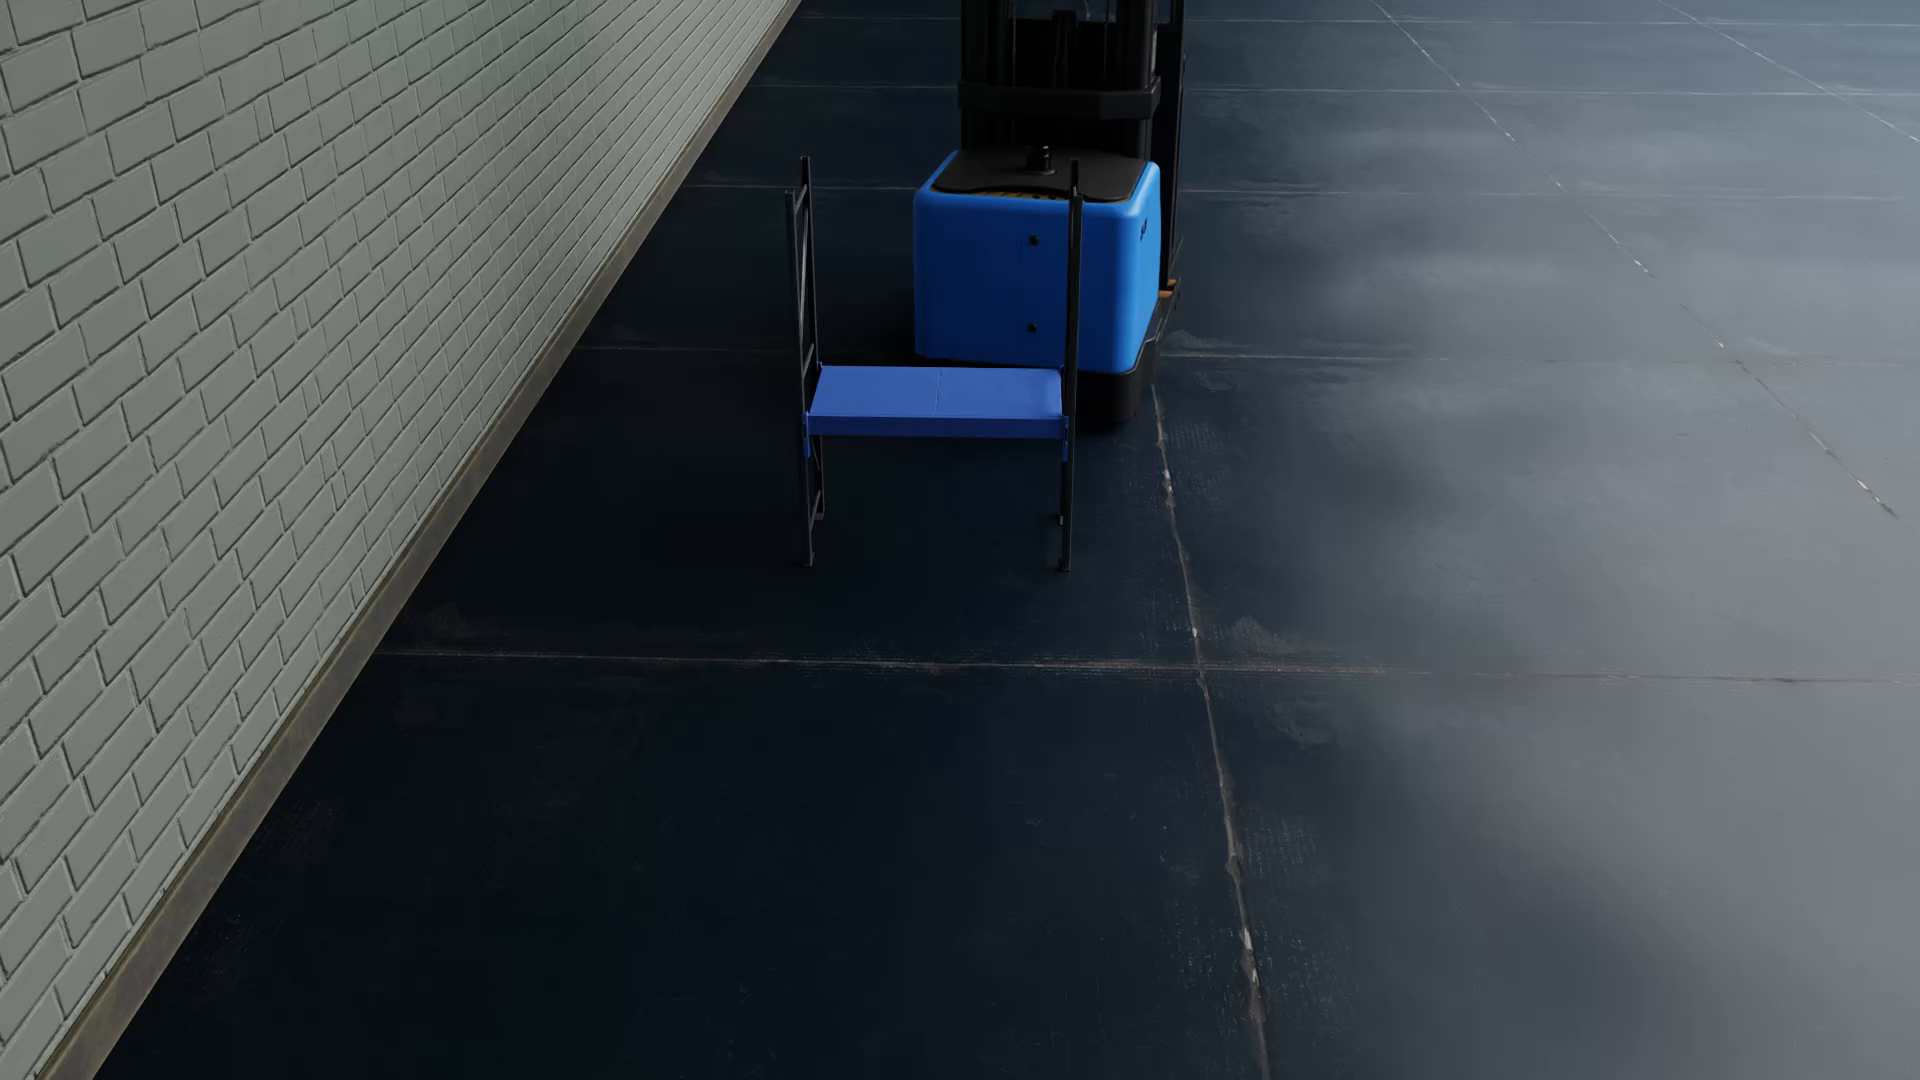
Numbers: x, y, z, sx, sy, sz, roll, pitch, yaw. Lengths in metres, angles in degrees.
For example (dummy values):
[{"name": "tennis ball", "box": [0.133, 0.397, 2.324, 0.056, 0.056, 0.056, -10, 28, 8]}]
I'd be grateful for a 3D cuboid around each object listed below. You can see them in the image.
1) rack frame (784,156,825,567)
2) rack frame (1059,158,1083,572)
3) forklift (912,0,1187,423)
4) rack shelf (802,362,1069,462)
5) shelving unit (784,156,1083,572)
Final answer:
[{"name": "rack frame", "box": [-0.593, -0.672, 6.417, 0.032, 1.500, 0.500, 1, 28, 2]}, {"name": "rack frame", "box": [0.423, -0.656, 6.386, 0.032, 1.500, 0.500, 1, 28, 2]}, {"name": "forklift", "box": [0.599, -2.503, 8.342, 1.130, 2.935, 3.031, 6, 29, 11]}, {"name": "rack shelf", "box": [-0.085, -0.505, 6.486, 1.000, 0.185, 0.538, 1, 28, 2]}, {"name": "shelving unit", "box": [-0.085, -0.664, 6.401, 1.048, 1.500, 0.538, 1, 28, 2]}]
